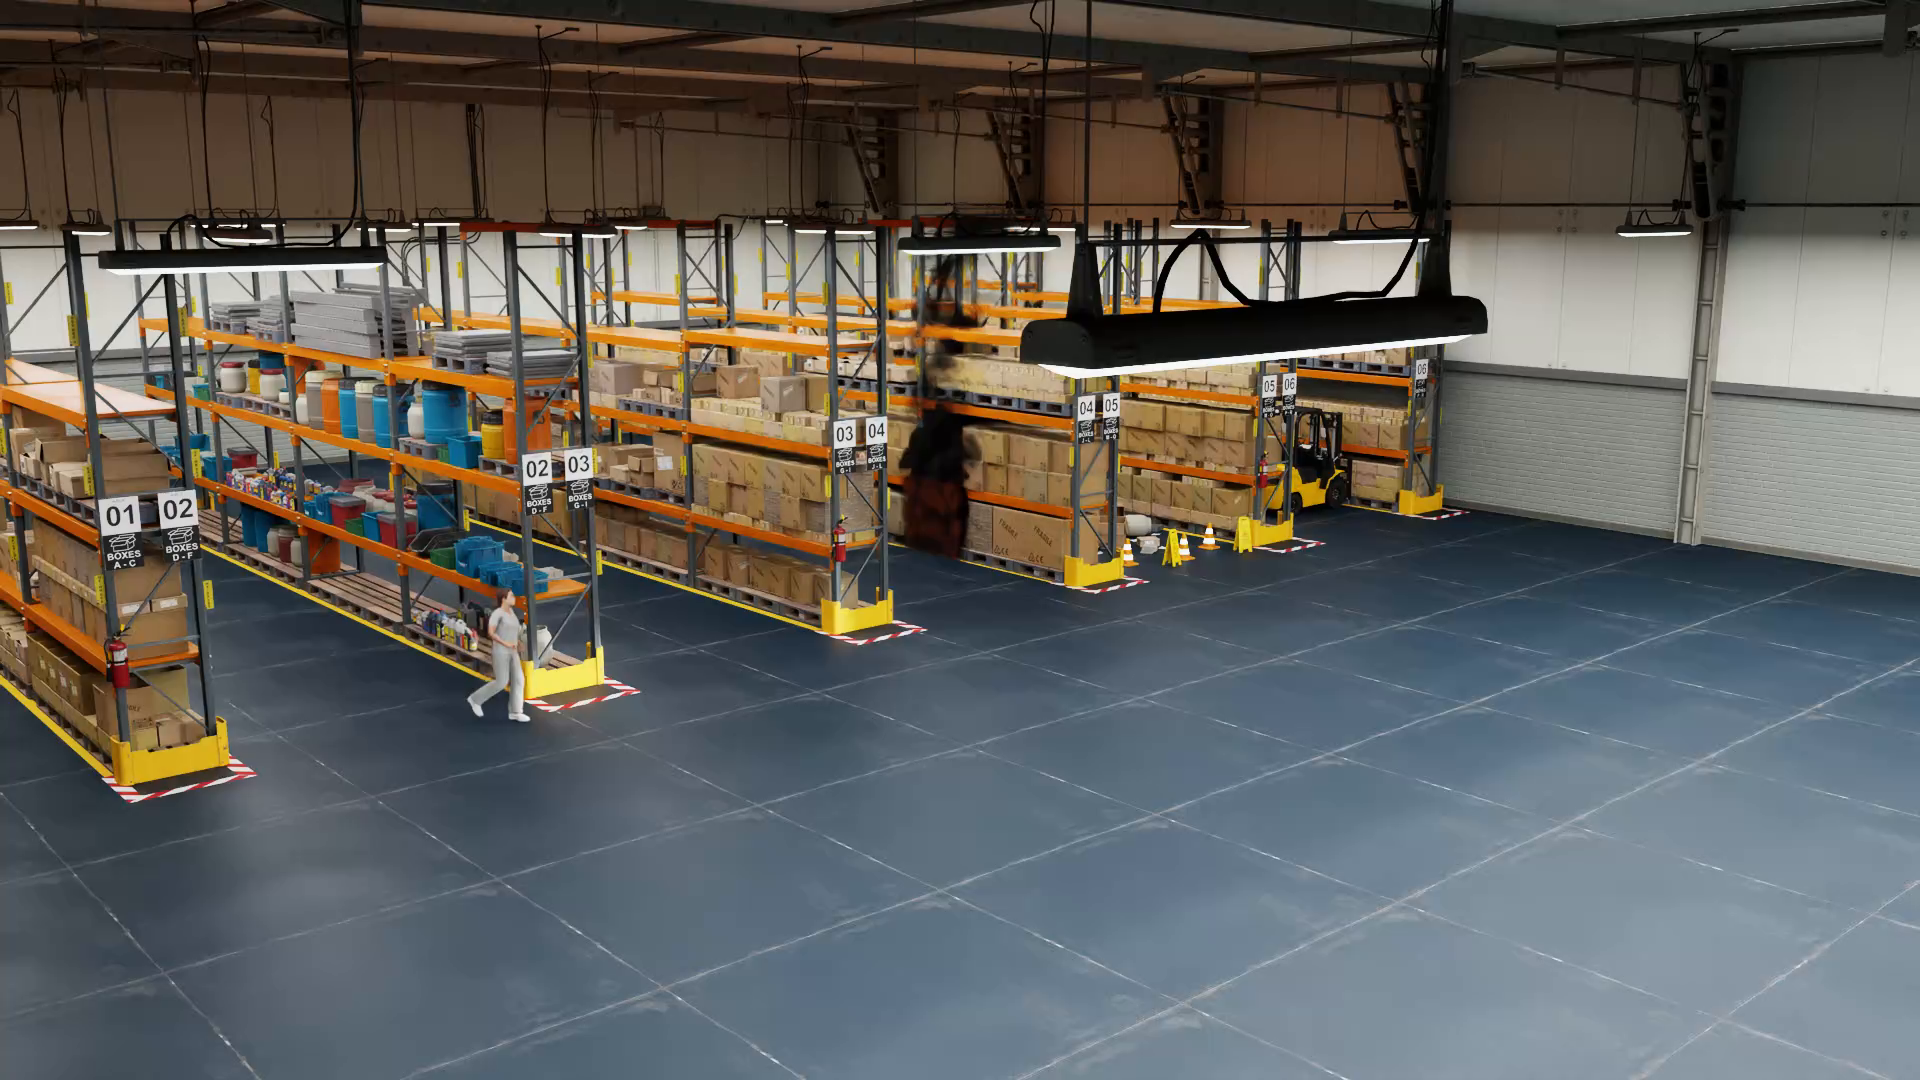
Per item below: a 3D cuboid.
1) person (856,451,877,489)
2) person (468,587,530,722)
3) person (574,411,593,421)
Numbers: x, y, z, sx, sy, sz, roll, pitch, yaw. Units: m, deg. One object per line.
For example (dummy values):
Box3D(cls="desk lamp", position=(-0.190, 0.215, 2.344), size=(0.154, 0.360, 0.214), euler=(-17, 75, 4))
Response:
Box3D(cls="person", position=(-1.788, -0.842, 30.456), size=(0.574, 1.645, 0.532), euler=(-10, 15, -41))
Box3D(cls="person", position=(-5.693, 1.398, 20.781), size=(0.811, 1.639, 0.637), euler=(3, 12, 13))
Box3D(cls="person", position=(-9.157, -2.602, 40.364), size=(0.722, 1.775, 0.895), euler=(10, 15, 40))
